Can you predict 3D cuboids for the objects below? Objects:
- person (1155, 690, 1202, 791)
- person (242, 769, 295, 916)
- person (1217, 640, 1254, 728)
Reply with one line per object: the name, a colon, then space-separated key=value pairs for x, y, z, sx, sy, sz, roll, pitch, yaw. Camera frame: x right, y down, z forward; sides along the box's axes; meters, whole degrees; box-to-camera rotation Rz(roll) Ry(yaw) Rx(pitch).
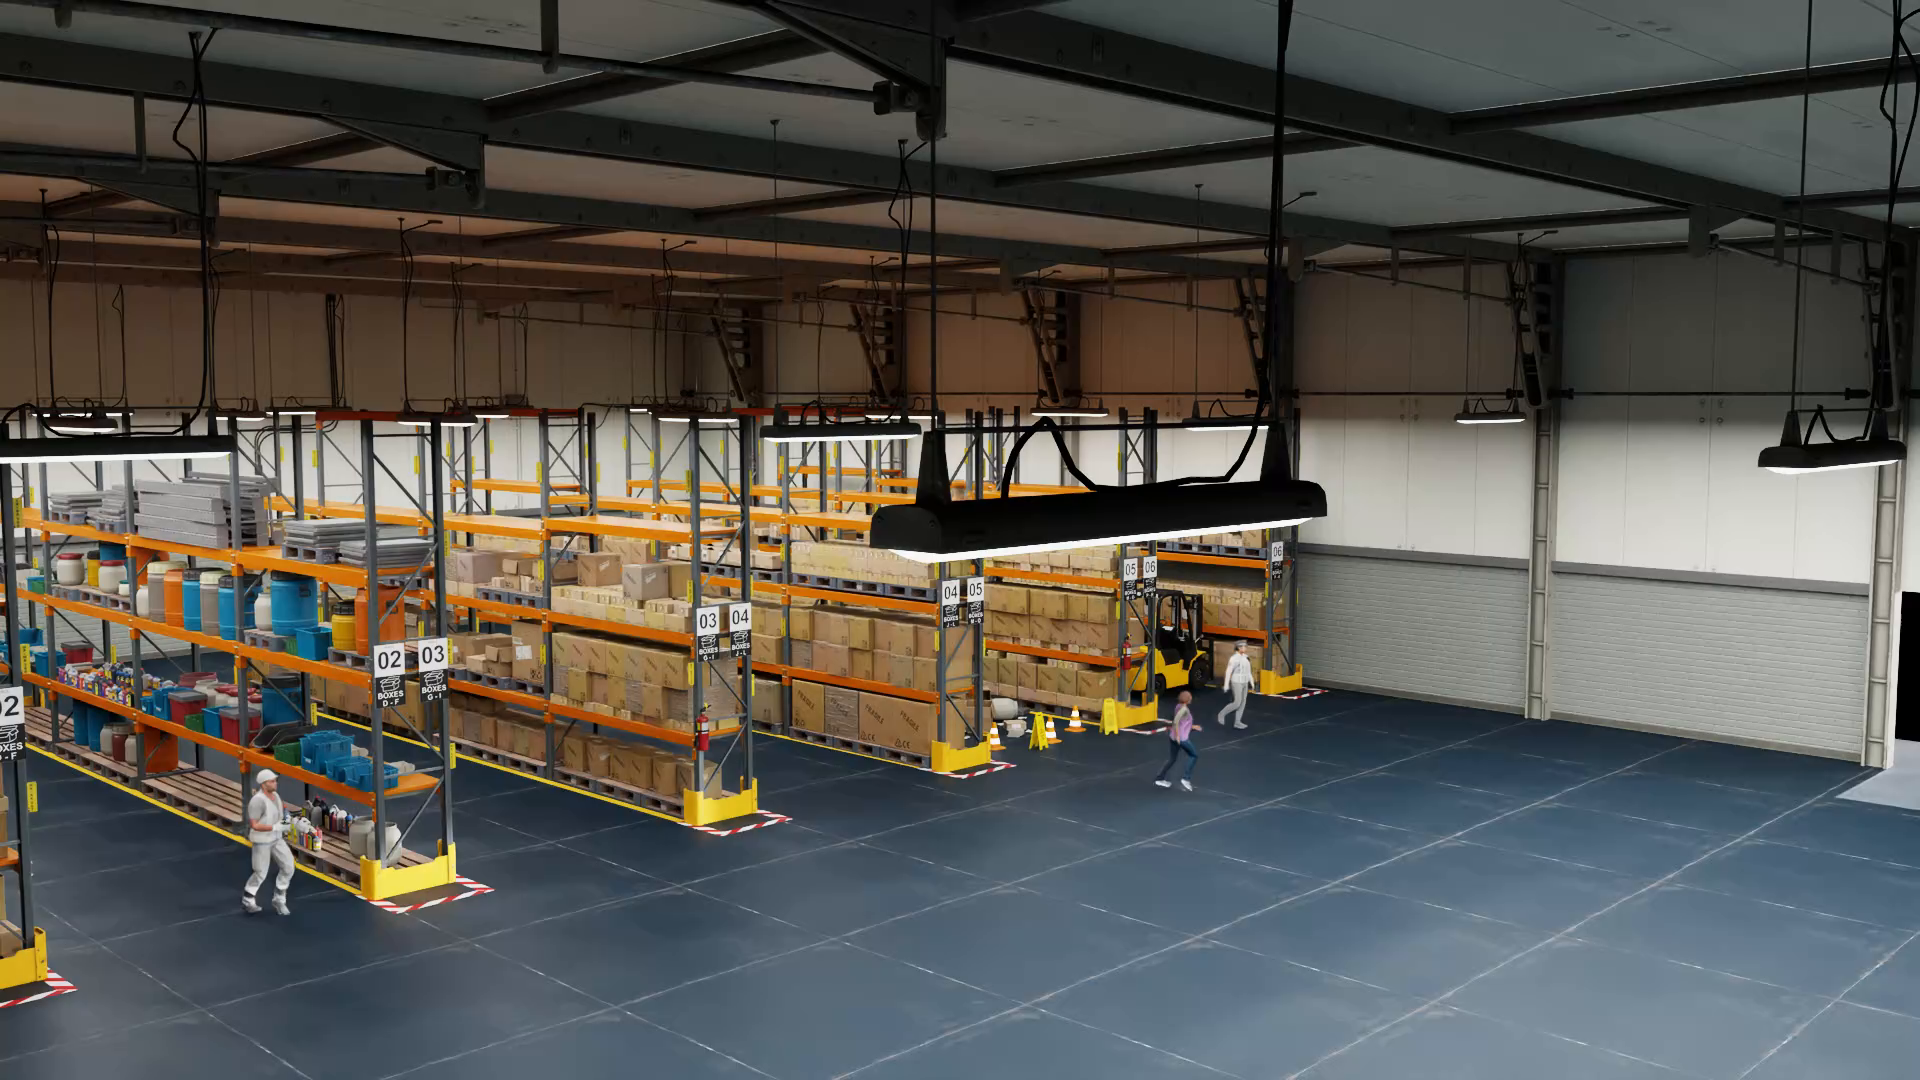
person: x=3.503 y=3.201 z=26.480 sx=0.803 sy=1.617 sz=0.442 roll=-1 pitch=5 yaw=-14
person: x=-8.345 y=3.679 z=20.091 sx=0.755 sy=1.847 sz=0.661 roll=2 pitch=5 yaw=17
person: x=5.199 y=2.712 z=31.399 sx=0.560 sy=1.675 sz=0.614 roll=5 pitch=7 yaw=43
